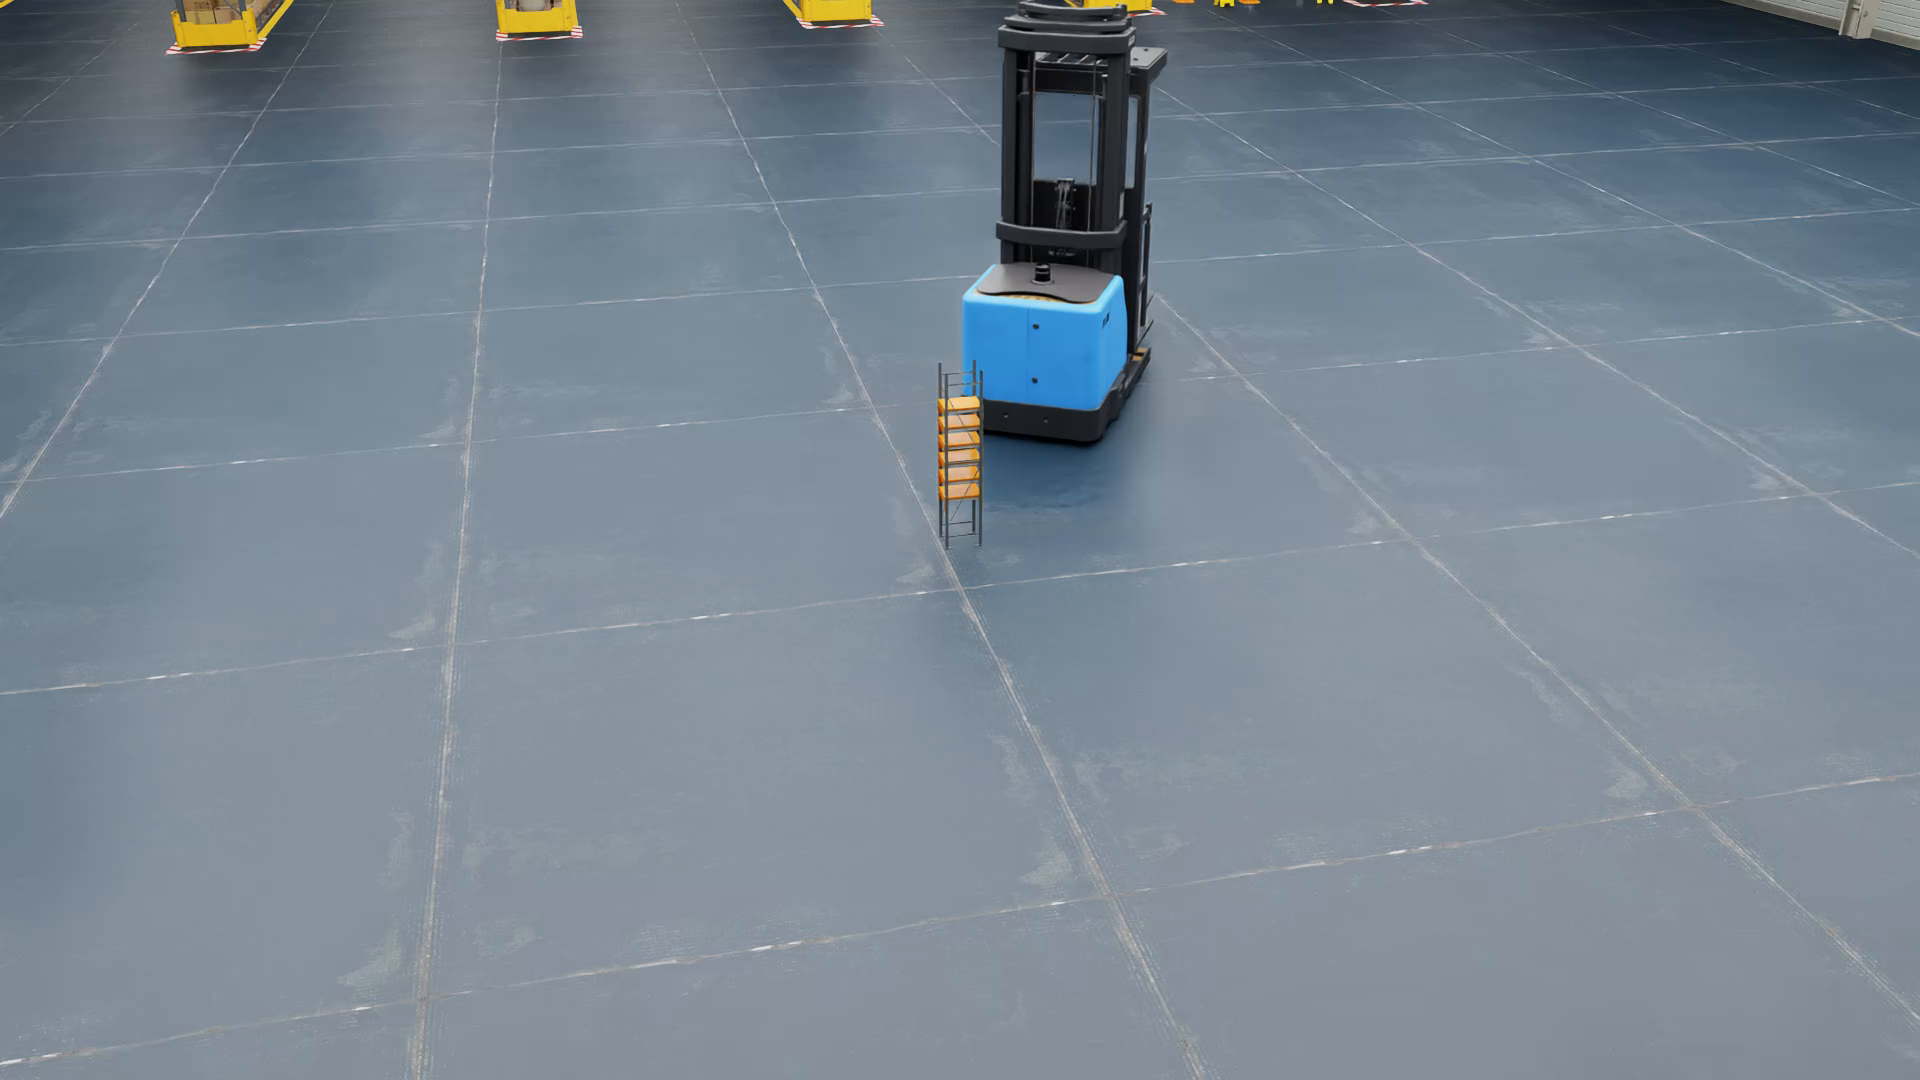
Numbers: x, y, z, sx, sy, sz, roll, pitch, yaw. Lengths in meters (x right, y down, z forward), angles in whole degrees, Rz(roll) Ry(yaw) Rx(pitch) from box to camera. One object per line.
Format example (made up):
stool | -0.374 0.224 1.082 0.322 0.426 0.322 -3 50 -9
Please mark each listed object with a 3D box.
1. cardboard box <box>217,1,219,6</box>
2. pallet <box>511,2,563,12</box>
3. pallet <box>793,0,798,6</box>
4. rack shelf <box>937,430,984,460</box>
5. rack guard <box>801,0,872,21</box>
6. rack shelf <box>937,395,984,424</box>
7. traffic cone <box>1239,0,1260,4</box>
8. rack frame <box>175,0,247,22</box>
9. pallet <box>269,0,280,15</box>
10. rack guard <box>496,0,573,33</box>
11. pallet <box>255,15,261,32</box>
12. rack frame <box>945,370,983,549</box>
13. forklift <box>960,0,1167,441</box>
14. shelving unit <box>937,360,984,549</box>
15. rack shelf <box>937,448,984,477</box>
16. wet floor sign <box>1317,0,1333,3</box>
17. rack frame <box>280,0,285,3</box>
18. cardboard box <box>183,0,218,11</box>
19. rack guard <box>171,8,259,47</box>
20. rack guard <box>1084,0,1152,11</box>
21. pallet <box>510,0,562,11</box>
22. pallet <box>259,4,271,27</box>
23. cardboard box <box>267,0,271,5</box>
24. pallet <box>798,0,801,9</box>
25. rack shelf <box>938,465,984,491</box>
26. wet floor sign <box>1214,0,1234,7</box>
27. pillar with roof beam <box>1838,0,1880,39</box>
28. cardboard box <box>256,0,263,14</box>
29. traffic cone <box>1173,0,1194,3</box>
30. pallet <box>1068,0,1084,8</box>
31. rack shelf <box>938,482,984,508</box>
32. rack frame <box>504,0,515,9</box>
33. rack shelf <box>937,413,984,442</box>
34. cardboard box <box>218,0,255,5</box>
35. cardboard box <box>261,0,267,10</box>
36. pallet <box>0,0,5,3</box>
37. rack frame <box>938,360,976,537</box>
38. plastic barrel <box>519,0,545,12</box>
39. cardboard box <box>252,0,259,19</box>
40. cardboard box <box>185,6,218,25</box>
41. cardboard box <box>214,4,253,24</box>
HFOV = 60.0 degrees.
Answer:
cardboard box | -12.276 -8.592 27.029 0.500 0.250 0.500 -6 27 -12
pallet | -7.157 -8.850 28.050 1.003 0.211 1.213 -6 27 -12
pallet | -2.528 -9.896 30.121 1.003 0.211 1.213 -6 27 -12
rack shelf | 0.003 -0.597 10.433 0.258 0.103 0.180 -6 27 -12
rack guard | -2.108 -9.130 28.284 1.175 0.500 0.348 -6 27 -12
rack shelf | 0.003 -0.811 10.325 0.258 0.103 0.180 -6 27 -12
traffic cone | 5.206 -9.882 29.815 0.336 0.463 0.334 -6 27 -12
rack frame | -11.743 -9.208 25.665 1.000 3.000 0.127 -6 27 -12
pallet | -12.506 -9.366 29.072 1.003 0.211 1.213 -6 27 -12
rack guard | -6.979 -8.622 27.278 1.175 0.500 0.348 -6 27 -12
pallet | -11.956 -8.295 26.950 1.003 0.211 1.213 -6 27 -12
rack frame | 0.024 -0.489 10.387 0.240 1.200 0.006 -6 27 -12
forklift | 0.920 -2.665 12.776 1.130 2.935 3.031 8 28 15
shelving unit | 0.003 -0.529 10.467 0.258 1.200 0.189 -6 27 -12
rack shelf | 0.003 -0.490 10.487 0.258 0.103 0.180 -6 27 -12
wet floor sign | 6.565 -9.976 29.798 0.267 0.644 0.232 3 27 6
rack frame | -12.644 -10.964 29.144 1.000 3.000 0.127 -6 27 -12
cardboard box | -12.154 -8.708 26.427 0.500 0.500 0.500 -6 27 -12
rack guard | -11.737 -8.082 26.207 1.175 0.500 0.348 -6 27 -12
rack guard | 2.770 -9.545 29.107 1.175 0.500 0.348 -6 27 -12
pallet | -7.428 -9.385 29.110 1.003 0.211 1.213 -6 27 -12
pallet | -12.227 -8.829 28.009 1.003 0.211 1.213 -6 27 -12
cardboard box | -12.097 -9.304 28.440 0.500 0.250 0.500 -6 27 -12
pallet | -2.256 -9.361 29.062 1.003 0.211 1.213 -6 27 -12
rack shelf | 0.003 -0.382 10.541 0.258 0.103 0.180 -6 27 -12
wet floor sign | 4.700 -9.809 29.468 0.267 0.644 0.232 -11 29 -20
pillar with roof beam | 10.279 -11.729 24.000 9.100 9.000 0.400 -6 27 -12
cardboard box | -11.875 -8.865 27.570 0.500 0.250 0.500 -6 27 -12
traffic cone | 4.028 -9.917 29.884 0.336 0.463 0.334 -6 27 -12
pallet | 2.508 -9.770 29.872 1.003 0.211 1.213 -6 27 -12
rack shelf | 0.003 -0.275 10.595 0.258 0.103 0.180 -6 27 -12
rack frame | -6.916 -9.710 26.658 1.000 3.000 0.127 -6 27 -12
rack shelf | 0.003 -0.704 10.379 0.258 0.103 0.180 -6 27 -12
cardboard box | -11.761 -8.980 26.966 0.500 0.500 0.500 -6 27 -12
cardboard box | -11.983 -9.085 28.006 0.500 0.250 0.500 -6 27 -12
pallet | -17.647 -9.556 29.449 1.003 0.211 1.213 -6 27 -12
rack frame | -0.017 -0.569 10.547 0.240 1.200 0.006 -6 27 -12
plastic barrel | -7.139 -9.068 27.681 0.421 0.512 0.421 0 27 0
cardboard box | -11.763 -8.645 27.135 0.500 0.250 0.500 -6 27 -12
cardboard box | -12.152 -8.374 26.596 0.500 0.250 0.500 -6 27 -12
cardboard box | -11.647 -8.426 26.701 0.500 0.250 0.500 -6 27 -12
